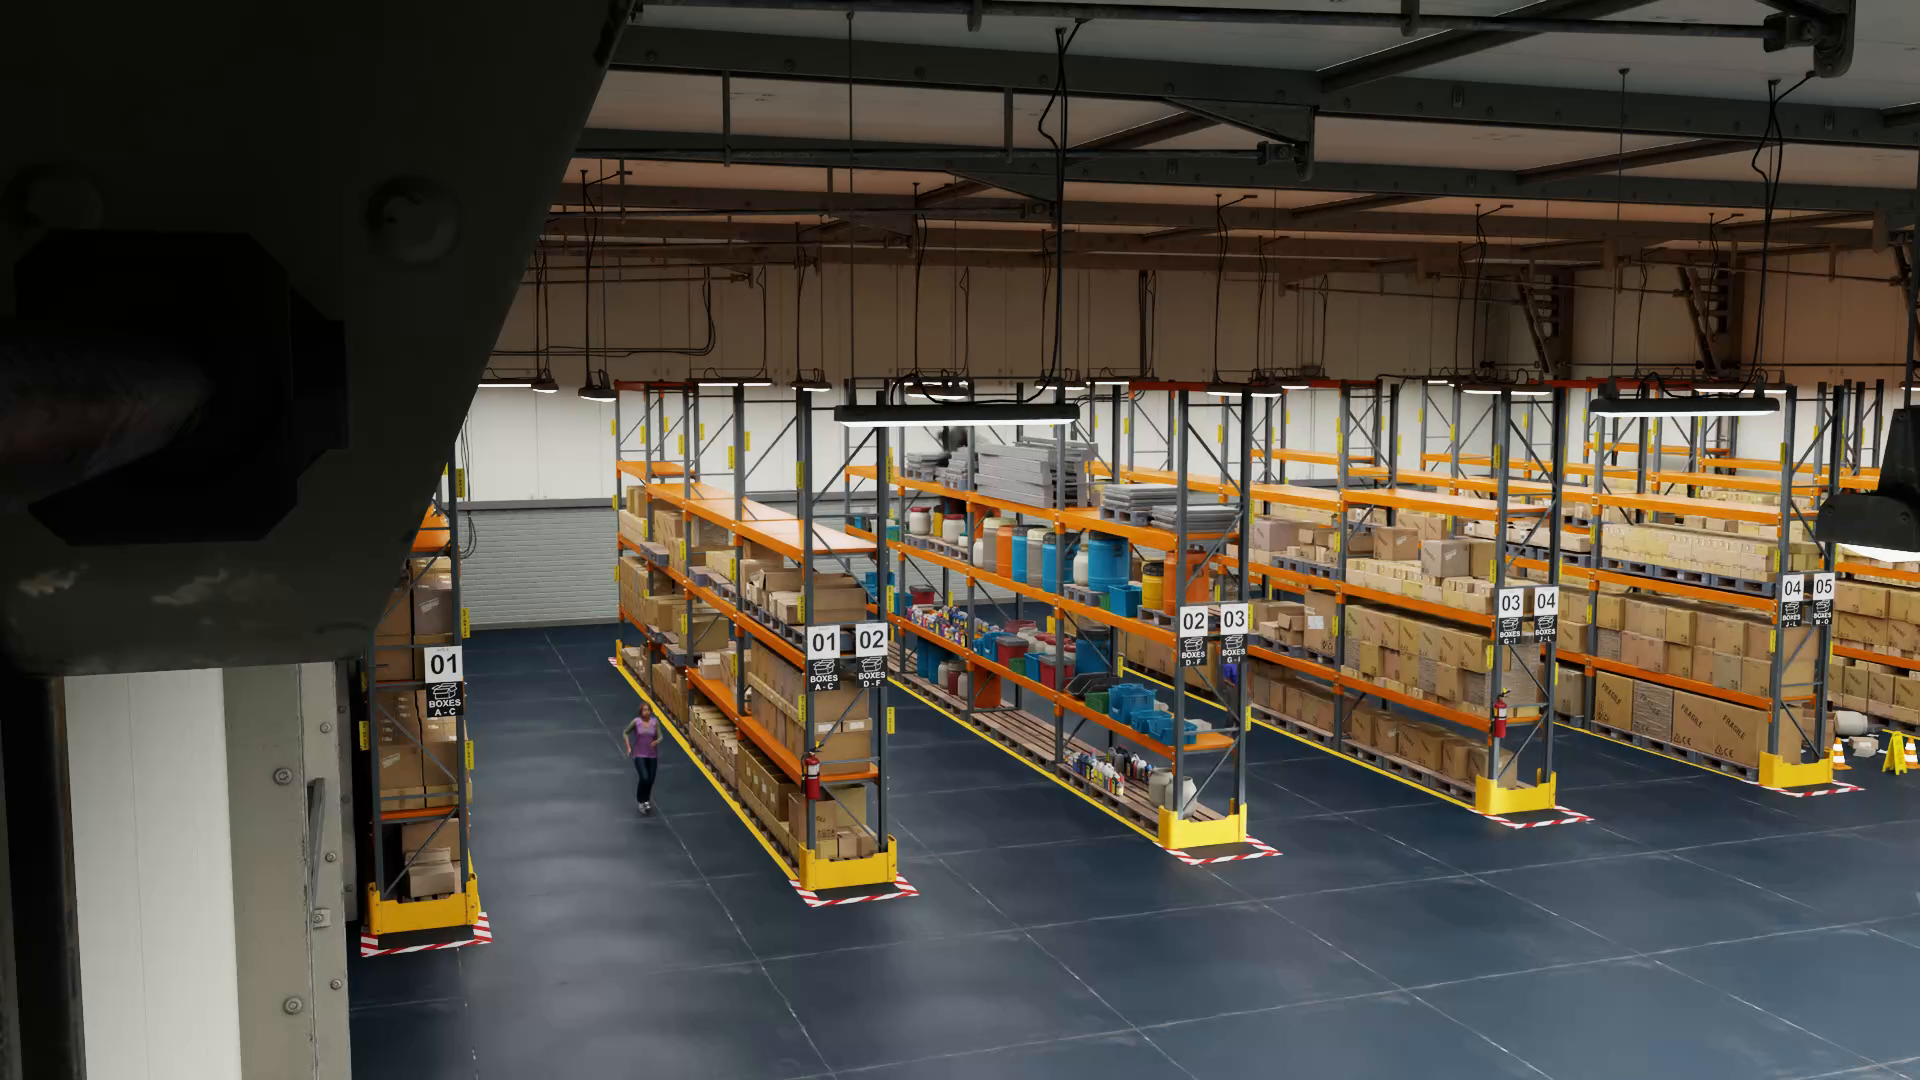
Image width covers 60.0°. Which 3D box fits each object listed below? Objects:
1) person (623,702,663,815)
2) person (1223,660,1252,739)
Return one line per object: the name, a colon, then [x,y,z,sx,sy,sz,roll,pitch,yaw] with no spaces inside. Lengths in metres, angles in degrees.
person: [-4.426,3.065,23.378,0.508,1.587,0.657,-3,7,-26]
person: [4.696,2.577,27.956,0.600,1.610,0.698,-2,6,-15]
